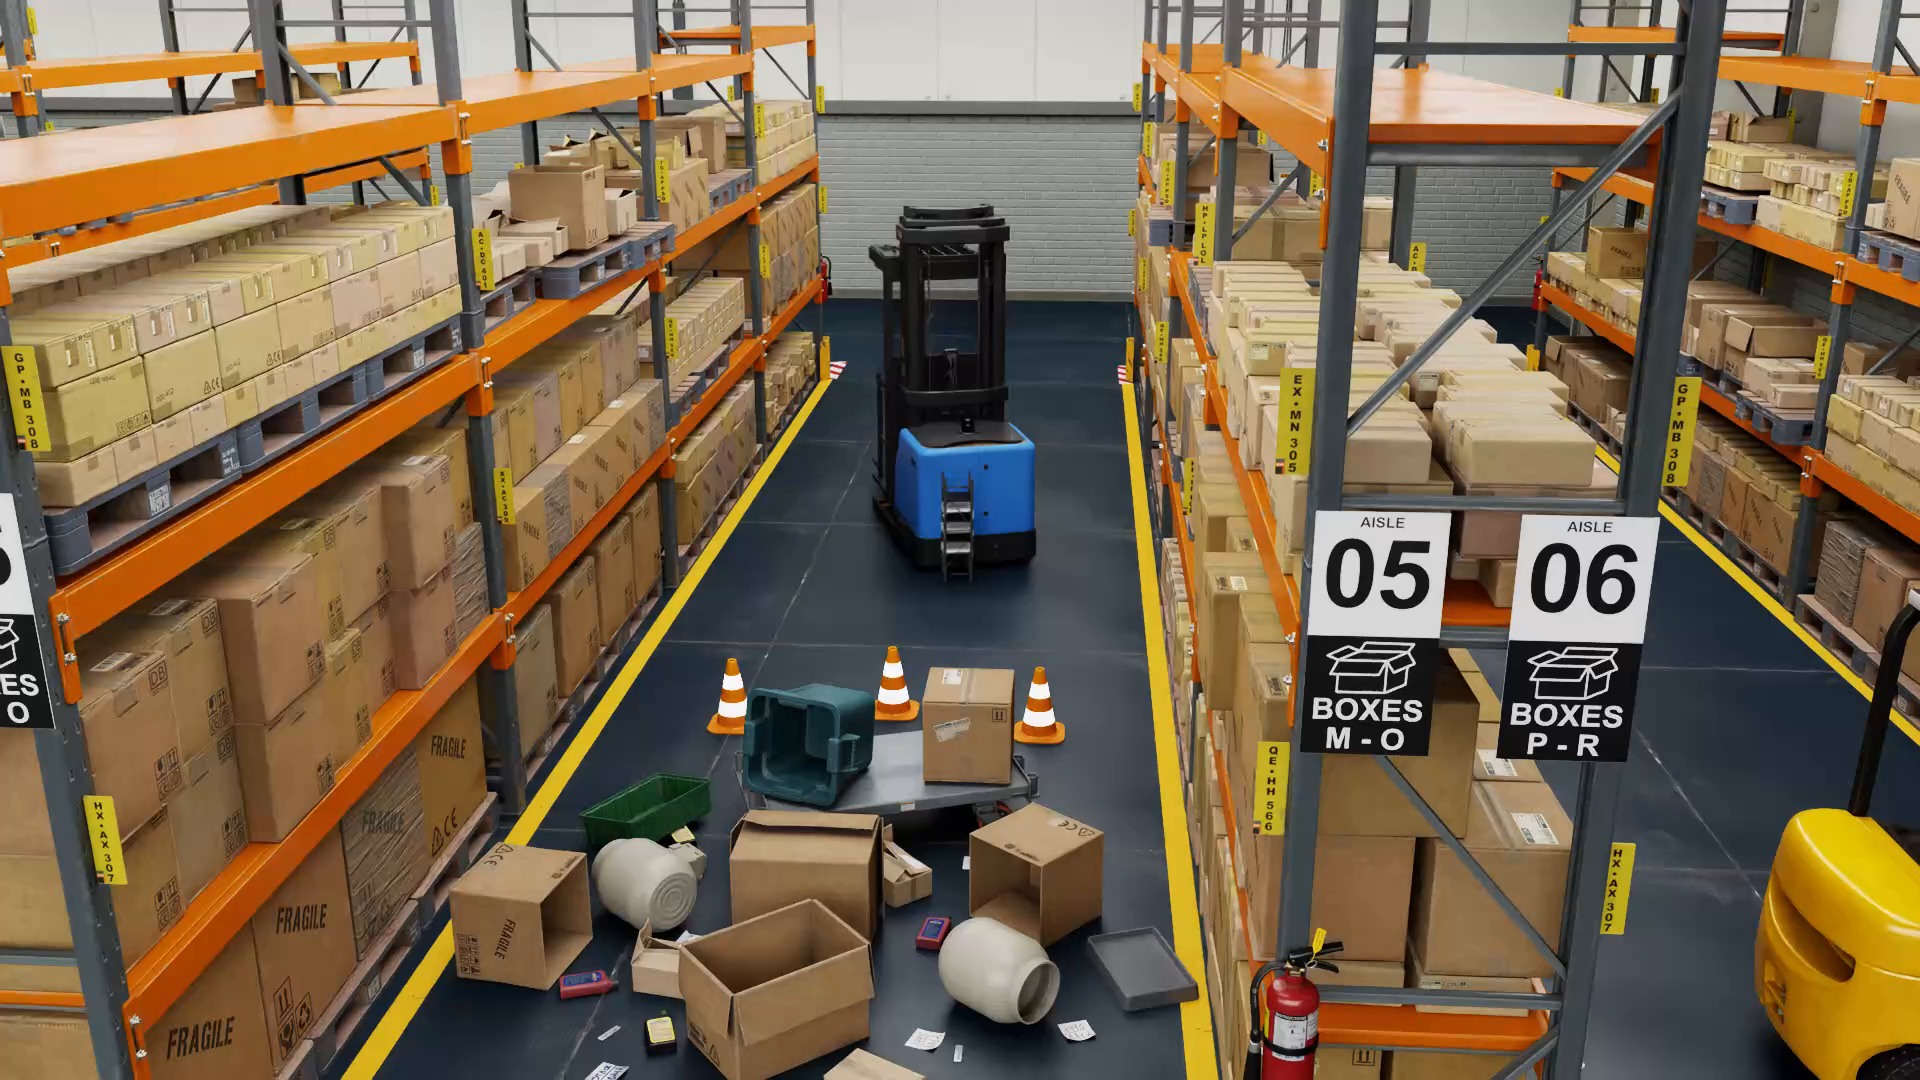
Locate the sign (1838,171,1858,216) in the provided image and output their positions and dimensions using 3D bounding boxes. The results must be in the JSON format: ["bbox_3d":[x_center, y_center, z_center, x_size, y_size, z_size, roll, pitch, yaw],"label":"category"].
[{"bbox_3d":[6.530,-2.545,12.224,0.100,0.325,0.005,1,18,4],"label":"sign"}]

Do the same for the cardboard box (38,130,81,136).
[{"bbox_3d":[-7.819,-3.325,14.602,0.500,0.500,0.500,2,18,7],"label":"cardboard box"}]

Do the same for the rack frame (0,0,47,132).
[{"bbox_3d":[-12.131,-6.638,20.729,1.000,3.000,0.127,1,18,4],"label":"rack frame"}]

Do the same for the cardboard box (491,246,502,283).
[{"bbox_3d":[-2.819,-1.598,9.546,0.258,0.266,0.396,1,18,3],"label":"cardboard box"}]

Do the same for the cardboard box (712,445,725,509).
[{"bbox_3d":[-2.455,-0.591,15.250,0.500,0.500,0.500,1,18,3],"label":"cardboard box"}]

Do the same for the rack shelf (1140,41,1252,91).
[{"bbox_3d":[2.550,-5.153,17.995,1.077,0.370,4.000,1,18,4],"label":"rack shelf"}]

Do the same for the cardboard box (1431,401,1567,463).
[{"bbox_3d":[1.778,-0.355,5.496,0.380,0.149,0.250,1,18,4],"label":"cardboard box"}]

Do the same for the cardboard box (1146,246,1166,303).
[{"bbox_3d":[2.088,-2.605,16.290,0.500,0.500,0.500,1,18,5],"label":"cardboard box"}]

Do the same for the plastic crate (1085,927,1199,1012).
[{"bbox_3d":[0.903,2.129,8.299,0.402,0.080,0.583,-5,19,-15],"label":"plastic crate"}]

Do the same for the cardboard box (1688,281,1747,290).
[{"bbox_3d":[7.100,-2.205,16.000,0.700,0.500,0.500,2,18,5],"label":"cardboard box"}]

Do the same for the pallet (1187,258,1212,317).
[{"bbox_3d":[2.055,-1.576,10.400,1.213,0.211,1.003,1,18,4],"label":"pallet"}]

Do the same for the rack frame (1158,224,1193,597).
[{"bbox_3d":[2.120,-0.971,13.068,1.000,3.000,0.127,1,18,4],"label":"rack frame"}]

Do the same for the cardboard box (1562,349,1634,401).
[{"bbox_3d":[7.406,-1.905,19.259,0.700,0.500,0.500,2,18,6],"label":"cardboard box"}]

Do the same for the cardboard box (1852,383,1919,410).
[{"bbox_3d":[6.737,-1.041,12.081,0.380,0.149,0.250,2,18,5],"label":"cardboard box"}]

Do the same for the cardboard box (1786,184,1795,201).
[{"bbox_3d":[6.981,-2.836,13.543,0.380,0.149,0.250,1,18,4],"label":"cardboard box"}]

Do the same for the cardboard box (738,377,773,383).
[{"bbox_3d":[-2.259,-1.686,18.199,0.380,0.149,0.250,1,18,3],"label":"cardboard box"}]

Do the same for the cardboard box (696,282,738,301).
[{"bbox_3d":[-2.390,-2.442,16.333,0.380,0.149,0.250,1,18,2],"label":"cardboard box"}]

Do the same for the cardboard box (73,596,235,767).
[{"bbox_3d":[-3.386,0.563,6.412,0.875,0.550,0.550,1,18,4],"label":"cardboard box"}]

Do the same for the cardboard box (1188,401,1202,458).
[{"bbox_3d":[1.715,-0.579,10.561,0.500,0.500,0.500,2,18,6],"label":"cardboard box"}]

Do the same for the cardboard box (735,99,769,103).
[{"bbox_3d":[-2.502,-5.220,20.017,0.380,0.149,0.250,1,18,3],"label":"cardboard box"}]

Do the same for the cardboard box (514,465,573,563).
[{"bbox_3d":[-2.770,-0.169,10.461,0.500,0.500,0.500,1,18,4],"label":"cardboard box"}]

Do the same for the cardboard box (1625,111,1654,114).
[{"bbox_3d":[7.258,-4.474,17.903,0.500,0.250,0.500,2,18,5],"label":"cardboard box"}]

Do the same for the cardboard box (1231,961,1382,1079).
[{"bbox_3d":[1.344,2.010,6.508,0.500,0.500,0.500,1,18,4],"label":"cardboard box"}]

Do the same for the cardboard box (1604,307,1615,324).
[{"bbox_3d":[7.156,-2.412,17.870,0.380,0.149,0.250,1,18,3],"label":"cardboard box"}]

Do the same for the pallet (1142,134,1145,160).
[{"bbox_3d":[2.651,-4.608,19.493,1.003,0.211,1.213,1,18,4],"label":"pallet"}]

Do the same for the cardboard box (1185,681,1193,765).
[{"bbox_3d":[1.868,1.158,10.117,0.950,0.372,0.625,2,18,5],"label":"cardboard box"}]

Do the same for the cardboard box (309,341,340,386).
[{"bbox_3d":[-2.927,-0.766,7.195,0.380,0.149,0.250,1,18,4],"label":"cardboard box"}]

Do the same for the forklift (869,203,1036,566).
[{"bbox_3d":[-0.198,-1.594,15.079,1.130,2.935,3.031,-4,19,-13],"label":"forklift"}]

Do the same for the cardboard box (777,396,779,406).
[{"bbox_3d":[-2.253,-1.568,18.795,0.380,0.149,0.250,1,18,2],"label":"cardboard box"}]

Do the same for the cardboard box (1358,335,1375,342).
[{"bbox_3d":[1.984,-0.766,7.388,0.500,0.250,0.500,1,18,3],"label":"cardboard box"}]

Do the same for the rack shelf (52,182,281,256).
[{"bbox_3d":[-7.621,-2.896,15.283,1.077,0.370,4.000,1,18,4],"label":"rack shelf"}]

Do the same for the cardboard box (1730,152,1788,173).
[{"bbox_3d":[6.847,-3.235,14.252,0.380,0.149,0.250,1,18,4],"label":"cardboard box"}]

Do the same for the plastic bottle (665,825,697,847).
[{"bbox_3d":[-1.626,1.709,9.611,0.133,0.061,0.283,-9,20,-25],"label":"plastic bottle"}]

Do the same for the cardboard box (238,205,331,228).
[{"bbox_3d":[-3.477,-1.634,8.563,0.380,0.149,0.250,1,18,4],"label":"cardboard box"}]

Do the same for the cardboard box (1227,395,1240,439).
[{"bbox_3d":[1.386,-0.544,7.354,0.380,0.149,0.250,1,18,3],"label":"cardboard box"}]

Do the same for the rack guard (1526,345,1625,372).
[{"bbox_3d":[7.639,-2.134,20.633,1.175,0.500,0.348,1,18,4],"label":"rack guard"}]

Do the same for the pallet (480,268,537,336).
[{"bbox_3d":[-3.095,-1.428,9.953,0.805,0.209,1.217,1,18,2],"label":"pallet"}]

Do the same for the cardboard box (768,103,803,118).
[{"bbox_3d":[-2.026,-4.967,19.245,0.380,0.149,0.250,2,18,5],"label":"cardboard box"}]

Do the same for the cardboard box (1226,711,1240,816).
[{"bbox_3d":[1.390,0.840,6.905,0.500,0.500,0.500,1,18,4],"label":"cardboard box"}]

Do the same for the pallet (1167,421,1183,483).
[{"bbox_3d":[2.175,-0.656,12.415,1.213,0.211,1.003,1,18,4],"label":"pallet"}]

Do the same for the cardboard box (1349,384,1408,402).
[{"bbox_3d":[1.333,-0.441,5.758,0.380,0.149,0.250,1,18,3],"label":"cardboard box"}]

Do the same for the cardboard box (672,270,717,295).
[{"bbox_3d":[-2.785,-2.637,17.516,0.500,0.500,0.500,1,18,4],"label":"cardboard box"}]

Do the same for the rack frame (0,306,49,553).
[{"bbox_3d":[-3.398,-1.416,4.792,1.000,3.000,0.127,1,18,4],"label":"rack frame"}]

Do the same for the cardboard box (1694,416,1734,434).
[{"bbox_3d":[7.111,-1.065,15.653,0.380,0.149,0.250,1,18,3],"label":"cardboard box"}]

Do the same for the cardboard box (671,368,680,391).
[{"bbox_3d":[-2.572,-1.348,13.947,0.380,0.149,0.250,2,18,7],"label":"cardboard box"}]

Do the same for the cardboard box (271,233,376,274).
[{"bbox_3d":[-2.891,-1.304,7.556,0.380,0.149,0.250,1,18,4],"label":"cardboard box"}]

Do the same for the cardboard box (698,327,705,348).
[{"bbox_3d":[-2.499,-1.817,14.902,0.380,0.149,0.250,1,18,3],"label":"cardboard box"}]

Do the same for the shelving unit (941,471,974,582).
[{"bbox_3d":[-0.024,-0.112,13.799,0.258,0.900,0.210,-2,22,-6],"label":"shelving unit"}]

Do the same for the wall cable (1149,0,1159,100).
[{"bbox_3d":[2.820,-8.079,25.127,0.463,3.000,0.029,1,18,4],"label":"wall cable"}]

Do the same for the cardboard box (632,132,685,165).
[{"bbox_3d":[-2.505,-3.246,13.805,0.396,0.266,0.258,1,18,4],"label":"cardboard box"}]

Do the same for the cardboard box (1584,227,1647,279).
[{"bbox_3d":[7.236,-3.171,18.343,0.500,0.500,0.500,2,18,5],"label":"cardboard box"}]

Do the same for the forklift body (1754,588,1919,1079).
[{"bbox_3d":[4.814,1.397,7.204,2.313,2.155,1.214,1,18,4],"label":"forklift body"}]

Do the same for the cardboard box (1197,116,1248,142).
[{"bbox_3d":[2.658,-4.111,16.839,0.500,0.500,0.500,2,18,5],"label":"cardboard box"}]

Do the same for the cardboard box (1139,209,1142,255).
[{"bbox_3d":[2.316,-3.514,19.065,0.500,0.500,0.500,1,18,3],"label":"cardboard box"}]

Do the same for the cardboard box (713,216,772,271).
[{"bbox_3d":[-2.263,-3.091,17.294,0.500,0.500,0.500,2,18,5],"label":"cardboard box"}]

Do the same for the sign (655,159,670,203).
[{"bbox_3d":[-2.272,-2.743,12.704,0.100,0.325,0.005,1,18,4],"label":"sign"}]
